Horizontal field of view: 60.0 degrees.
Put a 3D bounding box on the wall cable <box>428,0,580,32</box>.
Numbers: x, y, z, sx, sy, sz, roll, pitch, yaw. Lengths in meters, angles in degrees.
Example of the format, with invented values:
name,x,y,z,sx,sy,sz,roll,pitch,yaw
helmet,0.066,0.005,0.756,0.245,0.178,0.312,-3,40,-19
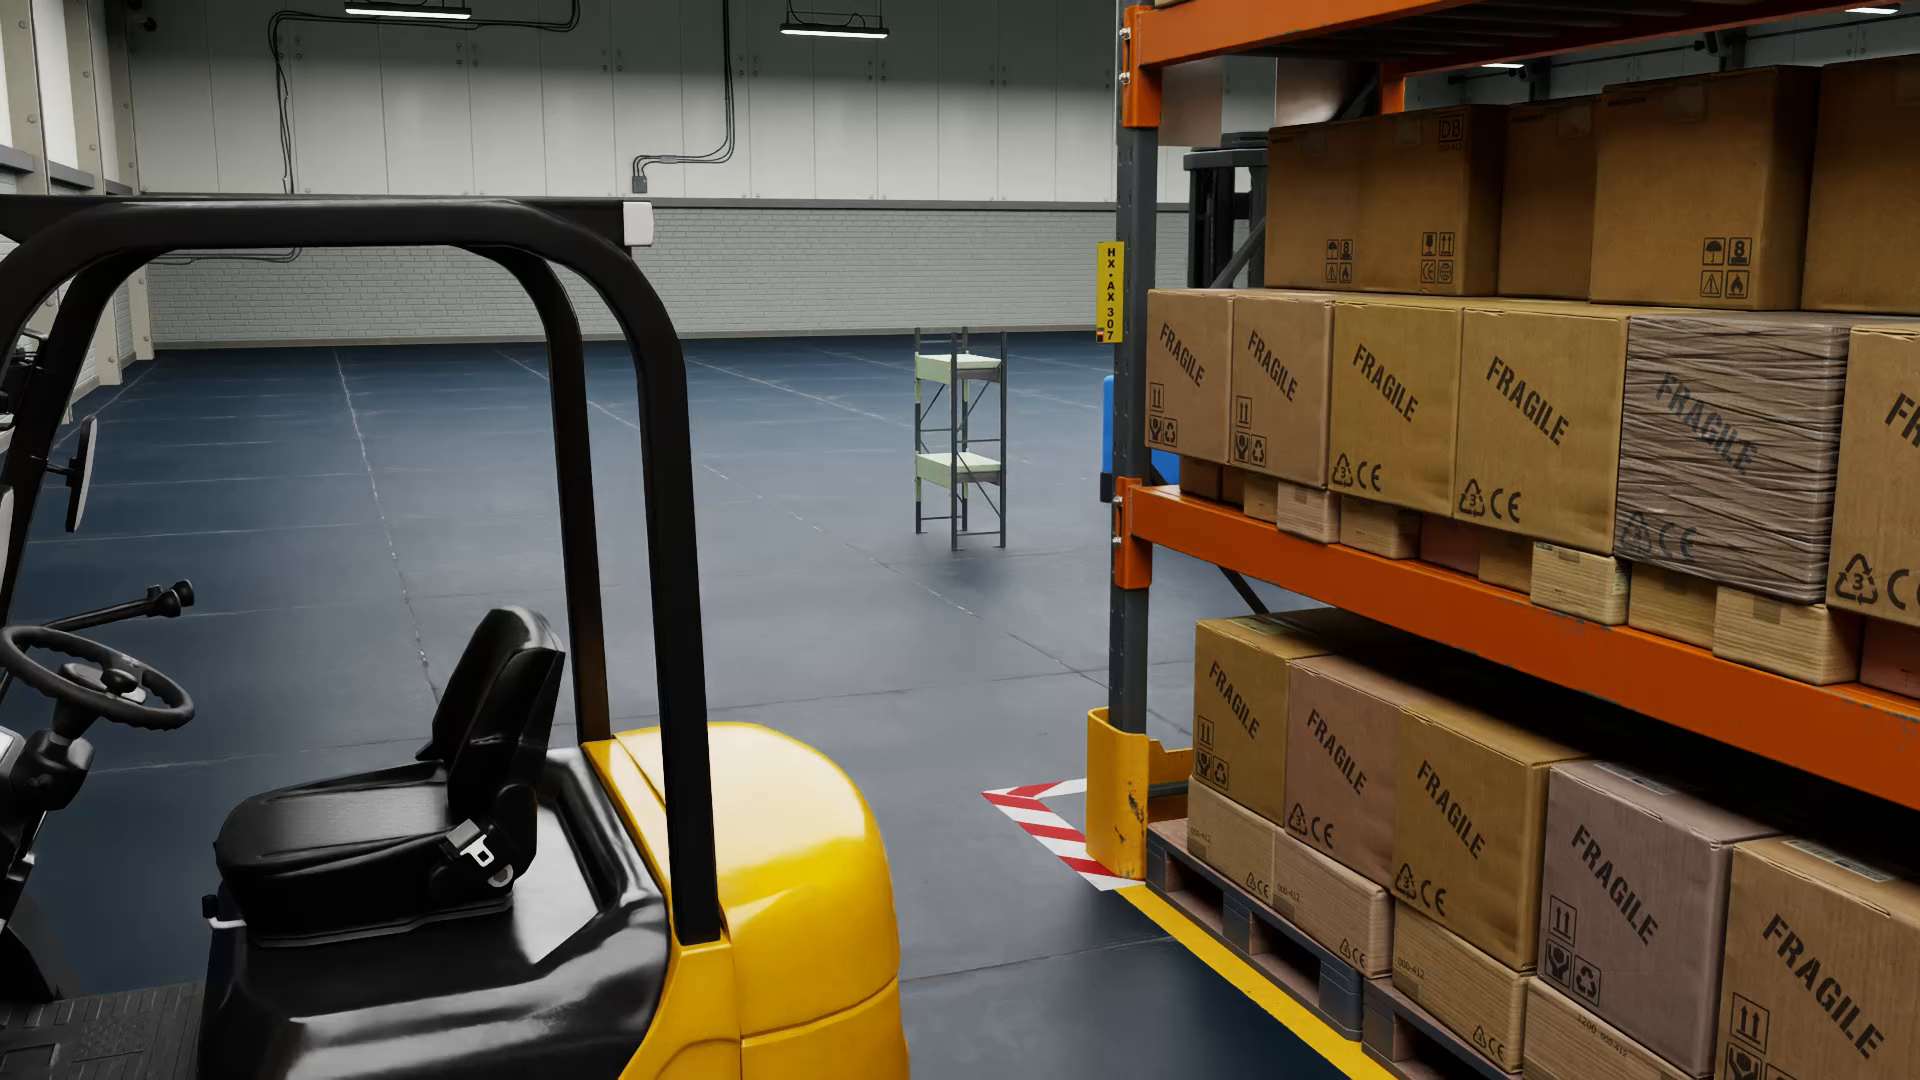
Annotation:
name,x,y,z,sx,sy,sz,roll,pitch,yaw
wall cable,-9.514,-11.911,34.646,3.097,2.526,0.112,-4,11,-21

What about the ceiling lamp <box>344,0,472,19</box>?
name,x,y,z,sx,sy,sz,roll,pitch,yaw
ceiling lamp,-9.258,-10.326,27.608,2.000,3.185,0.800,-4,11,-21

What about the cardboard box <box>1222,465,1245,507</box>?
name,x,y,z,sx,sy,sz,roll,pitch,yaw
cardboard box,1.034,-0.185,5.111,0.380,0.149,0.250,-4,11,-20

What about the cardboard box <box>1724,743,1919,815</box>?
name,x,y,z,sx,sy,sz,roll,pitch,yaw
cardboard box,2.095,0.729,3.770,0.500,0.500,0.500,-3,11,-18

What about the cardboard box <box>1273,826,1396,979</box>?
name,x,y,z,sx,sy,sz,roll,pitch,yaw
cardboard box,1.212,0.963,4.596,0.500,0.250,0.500,-3,11,-19

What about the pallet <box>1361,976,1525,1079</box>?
name,x,y,z,sx,sy,sz,roll,pitch,yaw
pallet,1.727,1.302,4.000,1.003,0.211,1.213,-4,11,-21

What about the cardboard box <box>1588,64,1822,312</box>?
name,x,y,z,sx,sy,sz,roll,pitch,yaw
cardboard box,1.896,-0.786,3.783,0.700,0.500,0.500,-4,11,-21

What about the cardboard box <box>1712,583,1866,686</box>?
name,x,y,z,sx,sy,sz,roll,pitch,yaw
cardboard box,1.677,0.160,3.170,0.380,0.149,0.250,-4,11,-22

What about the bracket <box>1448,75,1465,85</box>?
name,x,y,z,sx,sy,sz,roll,pitch,yaw
bracket,12.934,-11.985,43.322,0.235,0.232,0.430,-4,11,-21

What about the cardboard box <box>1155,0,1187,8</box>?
name,x,y,z,sx,sy,sz,roll,pitch,yaw
cardboard box,0.817,-1.696,5.041,0.380,0.149,0.250,-4,11,-21

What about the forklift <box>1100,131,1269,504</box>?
name,x,y,z,sx,sy,sz,roll,pitch,yaw
forklift,2.633,-1.750,13.390,3.031,2.935,1.130,-6,12,-32

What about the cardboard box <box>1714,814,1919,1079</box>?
name,x,y,z,sx,sy,sz,roll,pitch,yaw
cardboard box,1.798,0.851,3.083,0.500,0.500,0.500,-4,11,-20

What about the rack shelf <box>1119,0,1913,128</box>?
name,x,y,z,sx,sy,sz,roll,pitch,yaw
rack shelf,1.724,-1.214,3.666,1.077,0.370,4.000,-4,11,-21

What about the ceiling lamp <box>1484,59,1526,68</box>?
name,x,y,z,sx,sy,sz,roll,pitch,yaw
ceiling lamp,11.051,-11.709,35.382,2.000,3.185,0.800,-4,11,-21

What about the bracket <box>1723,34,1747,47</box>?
name,x,y,z,sx,sy,sz,roll,pitch,yaw
bracket,16.268,-10.483,34.880,0.235,0.232,0.430,-4,11,-21

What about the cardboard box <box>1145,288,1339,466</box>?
name,x,y,z,sx,sy,sz,roll,pitch,yaw
cardboard box,0.912,-0.518,5.133,0.500,0.500,0.500,-4,11,-22

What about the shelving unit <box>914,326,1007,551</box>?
name,x,y,z,sx,sy,sz,roll,pitch,yaw
shelving unit,-0.002,-0.739,11.795,0.431,1.500,0.755,-4,11,-21

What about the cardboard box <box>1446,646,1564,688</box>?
name,x,y,z,sx,sy,sz,roll,pitch,yaw
cardboard box,1.725,0.560,4.720,0.500,0.500,0.500,-3,11,-19

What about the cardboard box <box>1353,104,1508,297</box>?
name,x,y,z,sx,sy,sz,roll,pitch,yaw
cardboard box,1.564,-0.953,4.721,0.700,0.500,0.500,-4,11,-20

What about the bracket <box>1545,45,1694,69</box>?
name,x,y,z,sx,sy,sz,roll,pitch,yaw
bracket,15.028,-11.042,38.022,0.076,0.066,4.783,-4,11,-21

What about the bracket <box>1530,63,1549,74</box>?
name,x,y,z,sx,sy,sz,roll,pitch,yaw
bracket,14.094,-11.462,40.386,0.235,0.232,0.430,-4,11,-21

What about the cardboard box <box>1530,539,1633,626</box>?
name,x,y,z,sx,sy,sz,roll,pitch,yaw
cardboard box,1.485,0.077,3.639,0.380,0.149,0.250,-4,11,-20

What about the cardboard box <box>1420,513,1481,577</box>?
name,x,y,z,sx,sy,sz,roll,pitch,yaw
cardboard box,1.381,-0.013,4.143,0.380,0.149,0.250,-4,11,-19

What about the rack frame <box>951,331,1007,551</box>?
name,x,y,z,sx,sy,sz,roll,pitch,yaw
rack frame,0.130,-0.680,11.459,0.400,1.500,0.023,-4,11,-21

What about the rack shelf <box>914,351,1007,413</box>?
name,x,y,z,sx,sy,sz,roll,pitch,yaw
rack shelf,-0.002,-1.124,11.727,0.431,0.370,0.720,-4,11,-21

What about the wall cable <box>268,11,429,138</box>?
name,x,y,z,sx,sy,sz,roll,pitch,yaw
wall cable,-12.398,-9.476,33.940,3.097,2.526,0.112,-4,11,-21

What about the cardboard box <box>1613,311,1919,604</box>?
name,x,y,z,sx,sy,sz,roll,pitch,yaw
cardboard box,1.671,-0.185,3.260,0.500,0.500,0.500,-4,11,-19

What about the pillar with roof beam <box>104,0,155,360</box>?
name,x,y,z,sx,sy,sz,roll,pitch,yaw
pillar with roof beam,-11.072,-8.055,31.506,9.100,9.000,0.548,-4,11,-21

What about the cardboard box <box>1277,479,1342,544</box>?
name,x,y,z,sx,sy,sz,roll,pitch,yaw
cardboard box,1.104,-0.092,4.590,0.380,0.149,0.250,-4,11,-20

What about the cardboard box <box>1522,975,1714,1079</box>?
name,x,y,z,sx,sy,sz,roll,pitch,yaw
cardboard box,1.602,1.134,3.635,0.500,0.250,0.500,-4,11,-20

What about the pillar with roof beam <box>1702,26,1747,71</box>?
name,x,y,z,sx,sy,sz,roll,pitch,yaw
pillar with roof beam,12.436,-8.528,34.167,9.100,9.000,0.548,-4,11,-21

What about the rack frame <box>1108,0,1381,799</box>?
name,x,y,z,sx,sy,sz,roll,pitch,yaw
rack frame,0.999,-0.417,5.701,1.000,3.000,0.127,-4,11,-21

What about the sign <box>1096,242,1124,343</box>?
name,x,y,z,sx,sy,sz,roll,pitch,yaw
sign,0.494,-0.809,5.432,0.100,0.325,0.005,-4,11,-21

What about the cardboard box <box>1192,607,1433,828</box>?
name,x,y,z,sx,sy,sz,roll,pitch,yaw
cardboard box,1.043,0.513,4.979,0.500,0.500,0.500,-4,11,-23

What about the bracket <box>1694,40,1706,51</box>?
name,x,y,z,sx,sy,sz,roll,pitch,yaw
bracket,15.967,-10.618,35.642,0.235,0.232,0.430,-4,11,-21

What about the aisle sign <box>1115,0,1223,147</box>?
name,x,y,z,sx,sy,sz,roll,pitch,yaw
aisle sign,0.688,-1.688,5.420,0.394,0.787,0.004,-4,11,-21

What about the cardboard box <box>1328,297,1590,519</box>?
name,x,y,z,sx,sy,sz,roll,pitch,yaw
cardboard box,1.289,-0.351,4.192,0.500,0.500,0.500,-4,11,-22

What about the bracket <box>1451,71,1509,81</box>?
name,x,y,z,sx,sy,sz,roll,pitch,yaw
bracket,13.148,-11.888,42.780,0.076,0.066,3.189,-4,11,-21

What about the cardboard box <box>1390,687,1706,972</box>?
name,x,y,z,sx,sy,sz,roll,pitch,yaw
cardboard box,1.411,0.681,4.038,0.500,0.500,0.500,-4,11,-20
